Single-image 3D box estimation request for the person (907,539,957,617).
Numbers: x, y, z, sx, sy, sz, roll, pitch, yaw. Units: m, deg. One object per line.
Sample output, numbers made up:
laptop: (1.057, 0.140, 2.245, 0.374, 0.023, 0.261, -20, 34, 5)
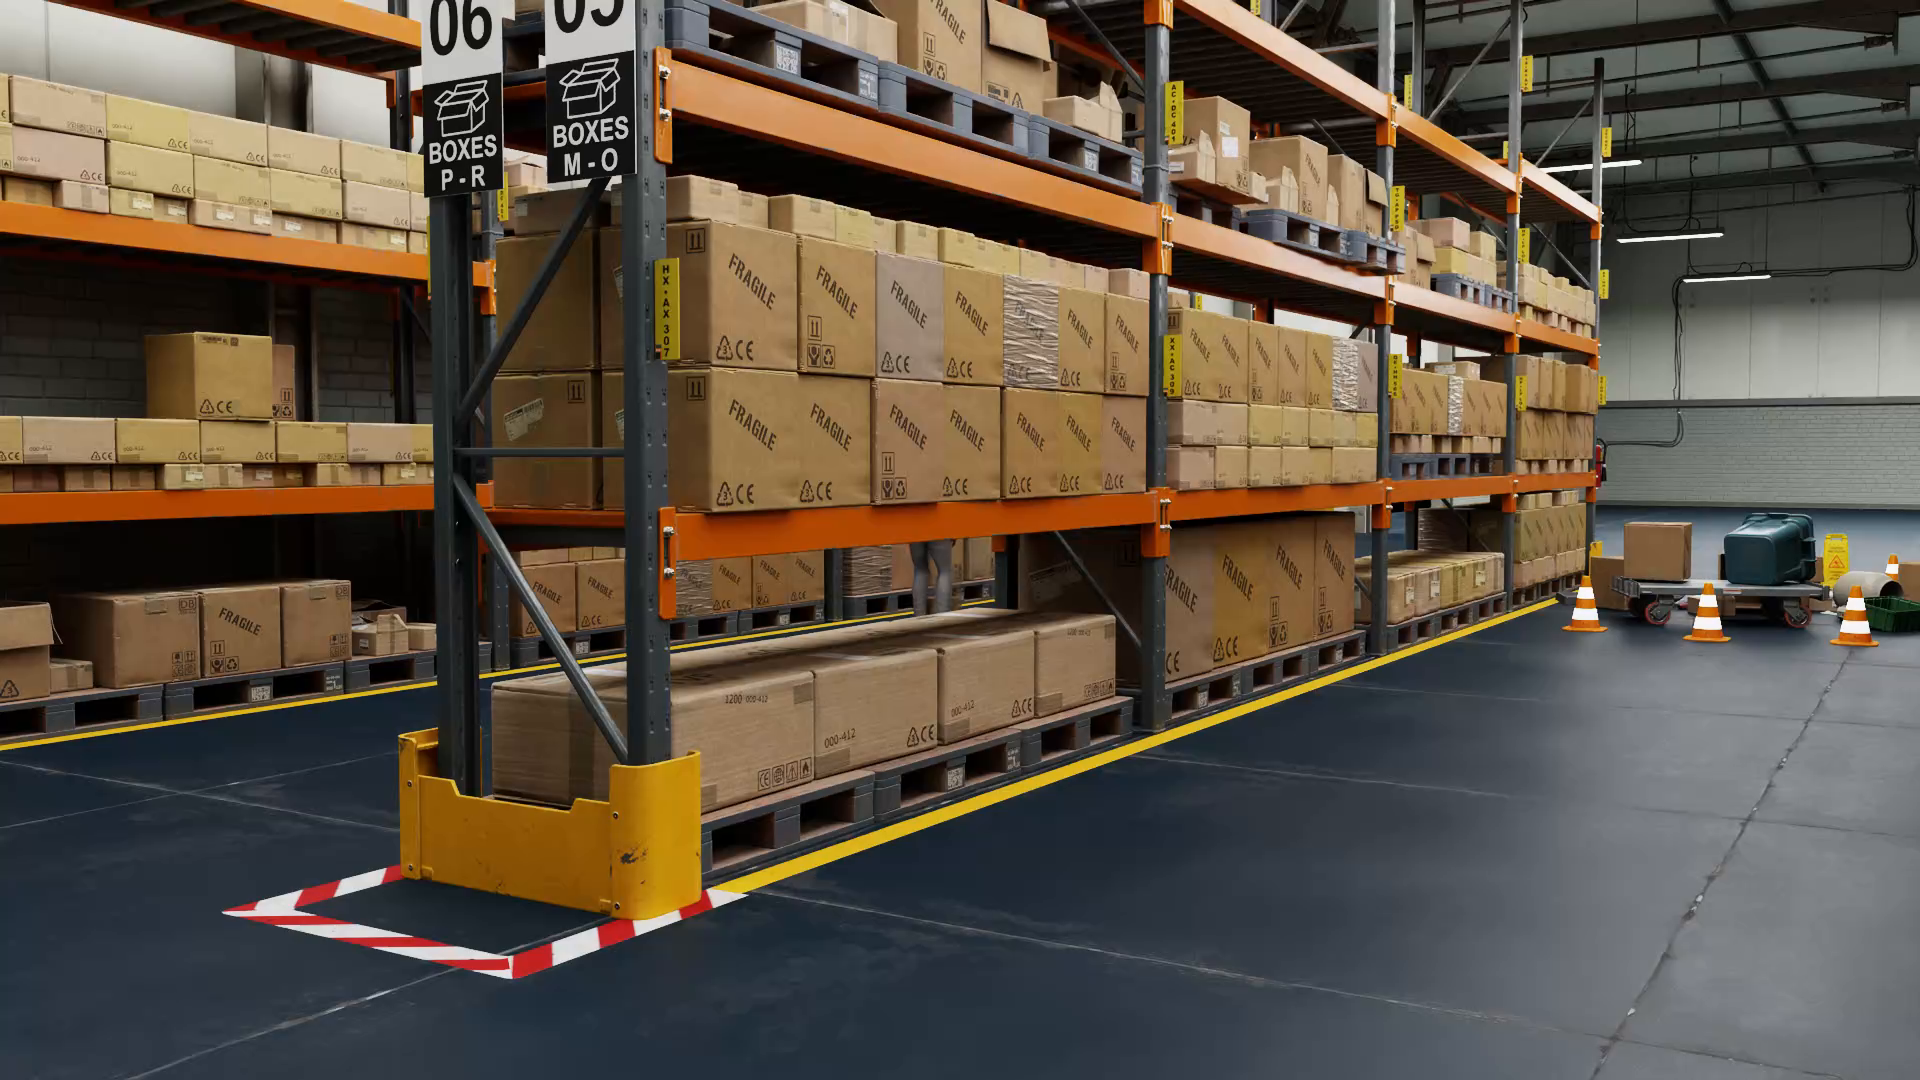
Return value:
person: (-0.249, -0.064, 14.351, 0.506, 1.659, 0.425, 1, 3, 24)
